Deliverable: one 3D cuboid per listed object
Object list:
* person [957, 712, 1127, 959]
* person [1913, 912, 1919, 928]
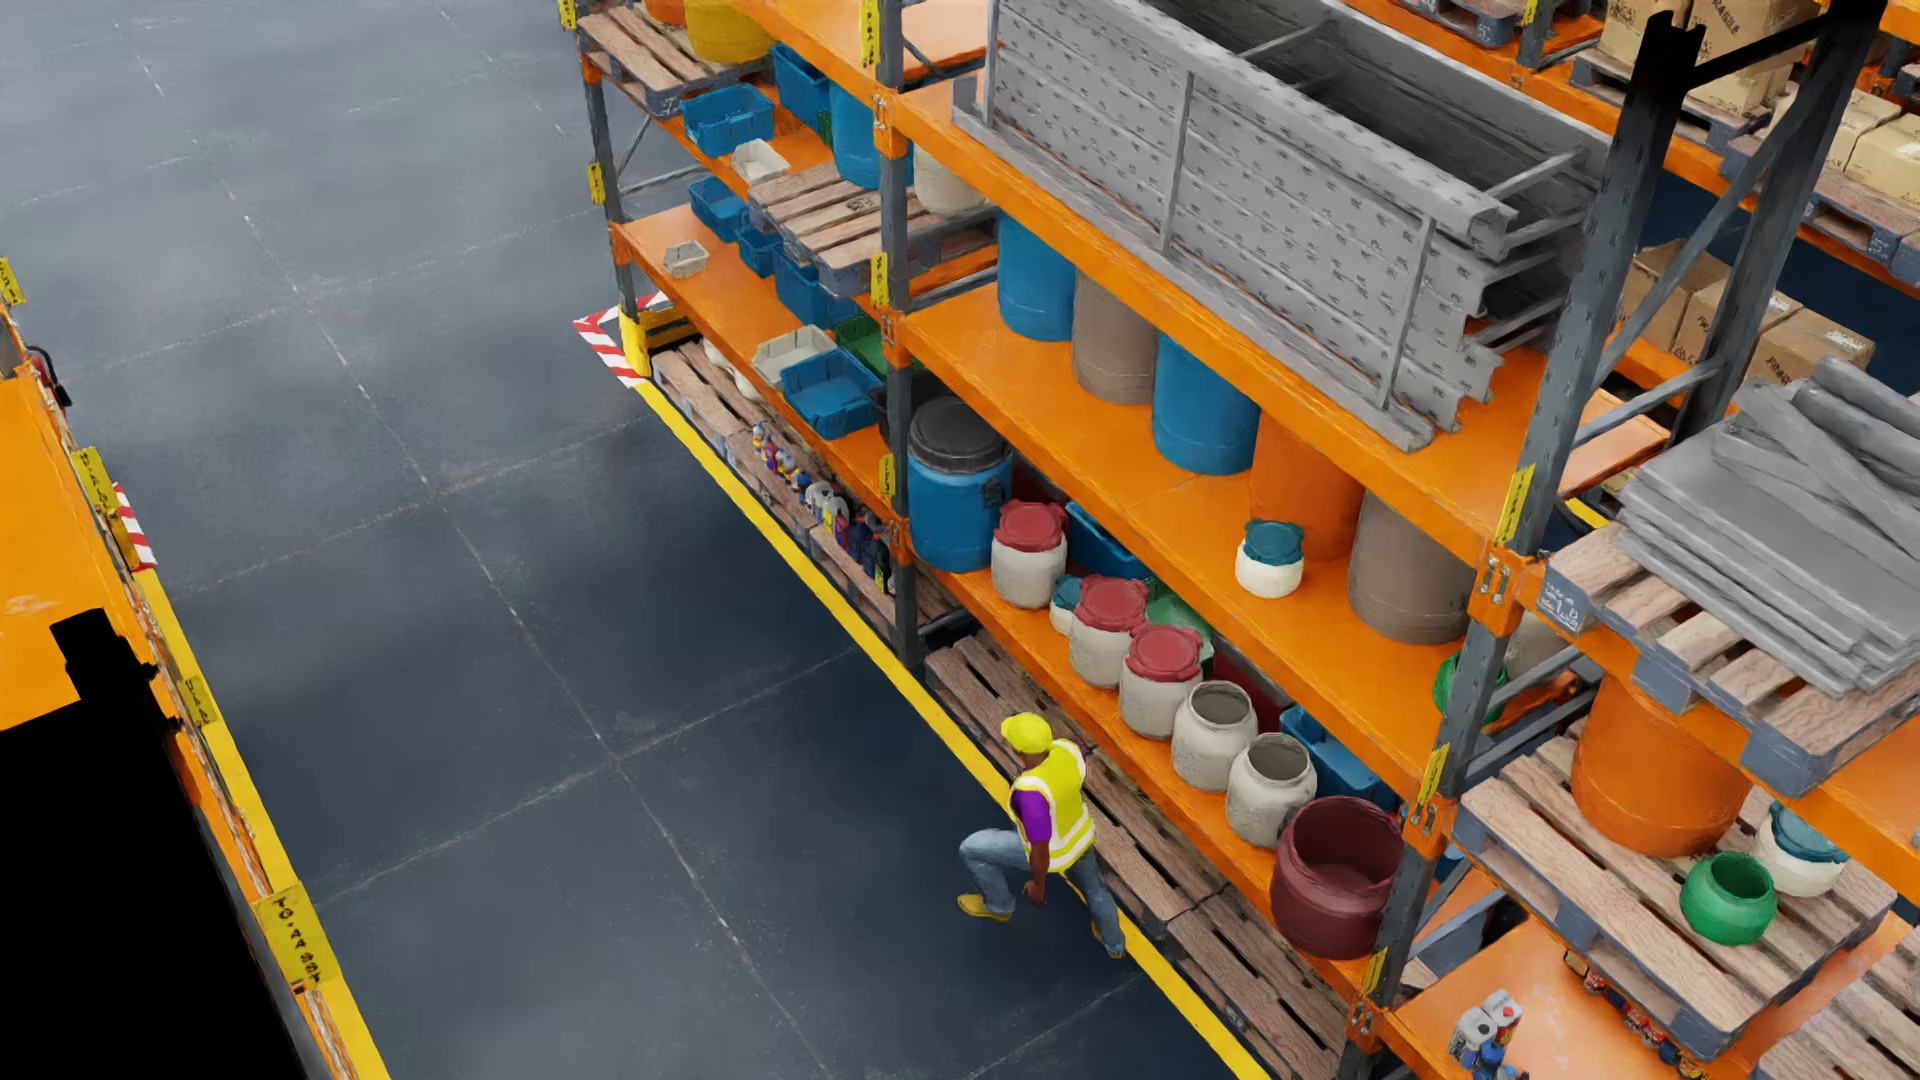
[{"bbox_3d":[0.493,1.591,8.767,0.858,1.683,0.708,29,50,28],"label":"person"},{"bbox_3d":[4.711,2.144,8.152,0.588,1.700,1.193,-27,49,-26],"label":"person"}]
